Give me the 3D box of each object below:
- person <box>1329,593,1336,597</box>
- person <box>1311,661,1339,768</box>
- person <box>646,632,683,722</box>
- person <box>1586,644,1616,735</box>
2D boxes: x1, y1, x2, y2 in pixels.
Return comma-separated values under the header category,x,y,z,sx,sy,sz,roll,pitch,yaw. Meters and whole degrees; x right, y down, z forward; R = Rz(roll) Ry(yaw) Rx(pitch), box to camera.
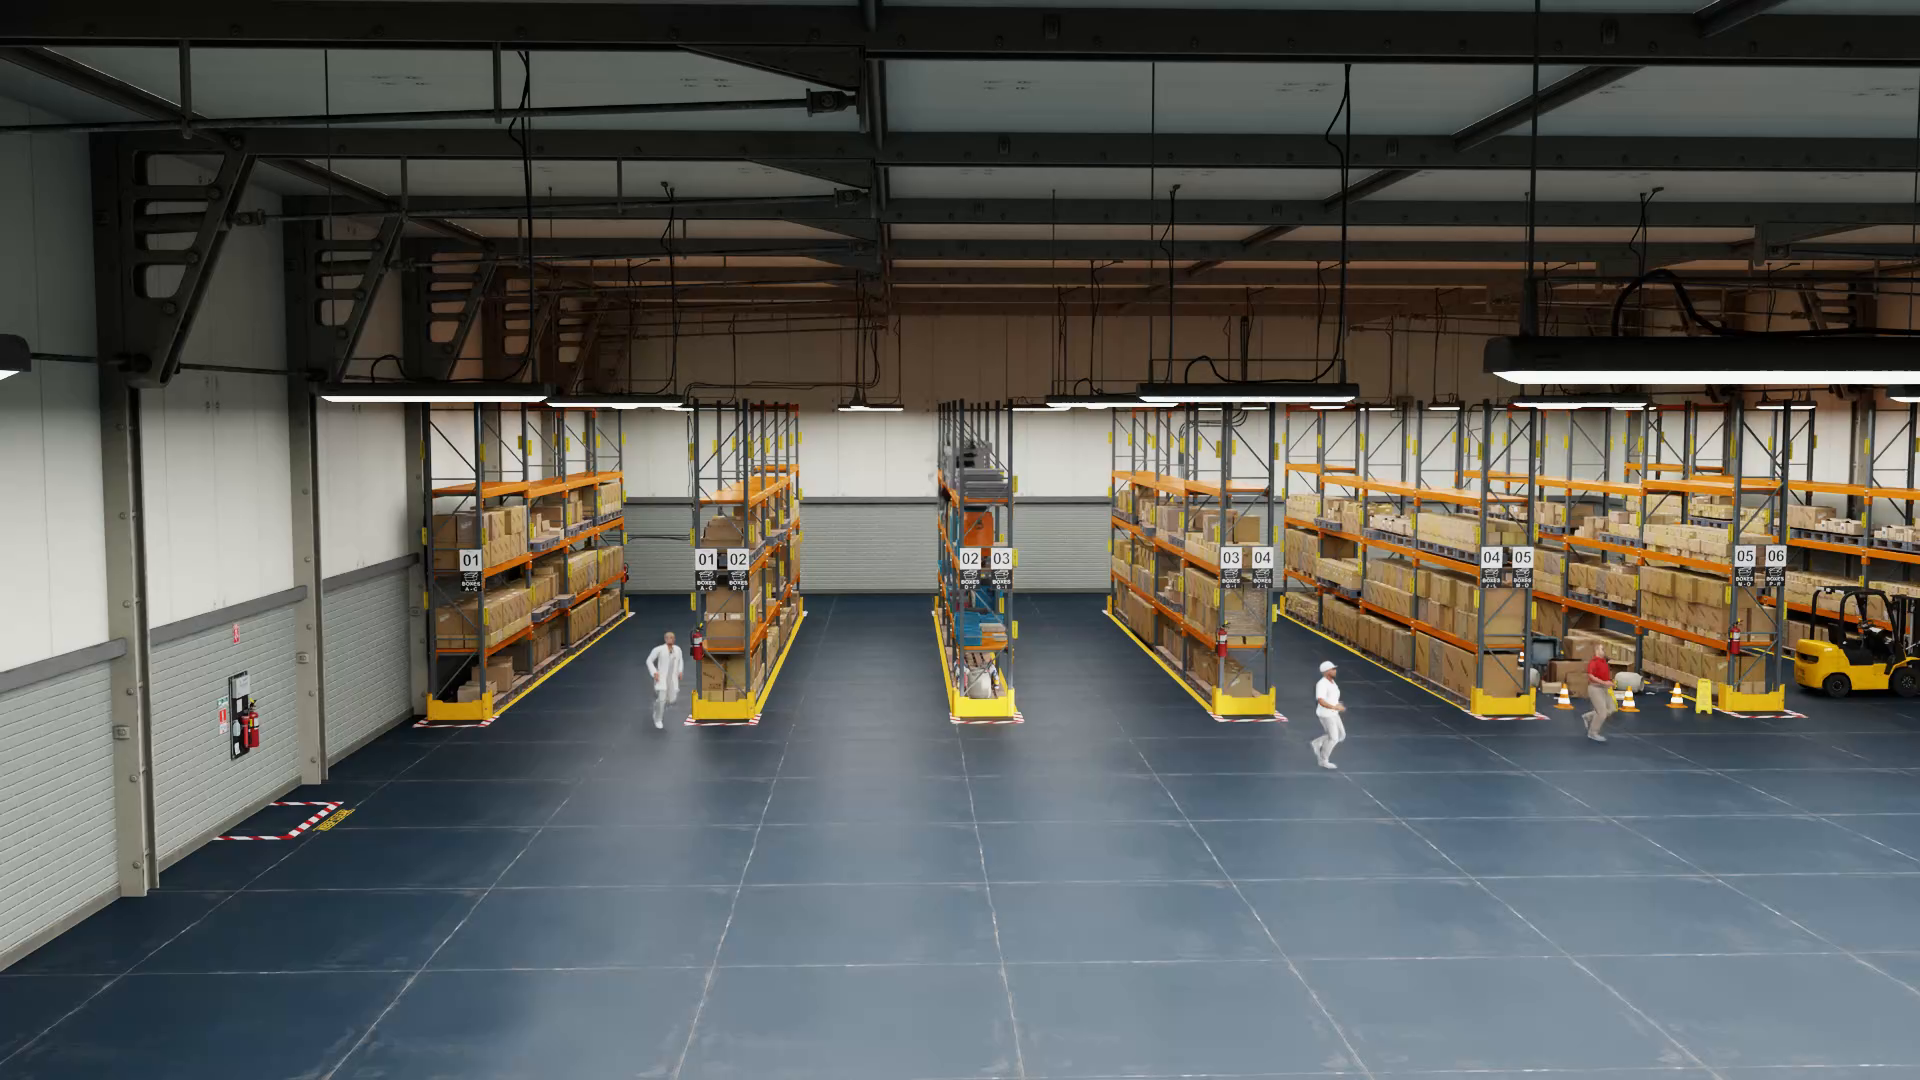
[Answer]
category,x,y,z,sx,sy,sz,roll,pitch,yaw
person,11.213,1.169,48.990,0.899,1.769,0.671,-1,4,-8
person,5.891,2.817,26.922,0.450,1.726,0.705,2,5,25
person,-5.399,2.511,30.598,0.763,1.630,0.546,-3,5,-37
person,11.259,2.622,29.201,0.549,1.604,0.705,3,5,38
